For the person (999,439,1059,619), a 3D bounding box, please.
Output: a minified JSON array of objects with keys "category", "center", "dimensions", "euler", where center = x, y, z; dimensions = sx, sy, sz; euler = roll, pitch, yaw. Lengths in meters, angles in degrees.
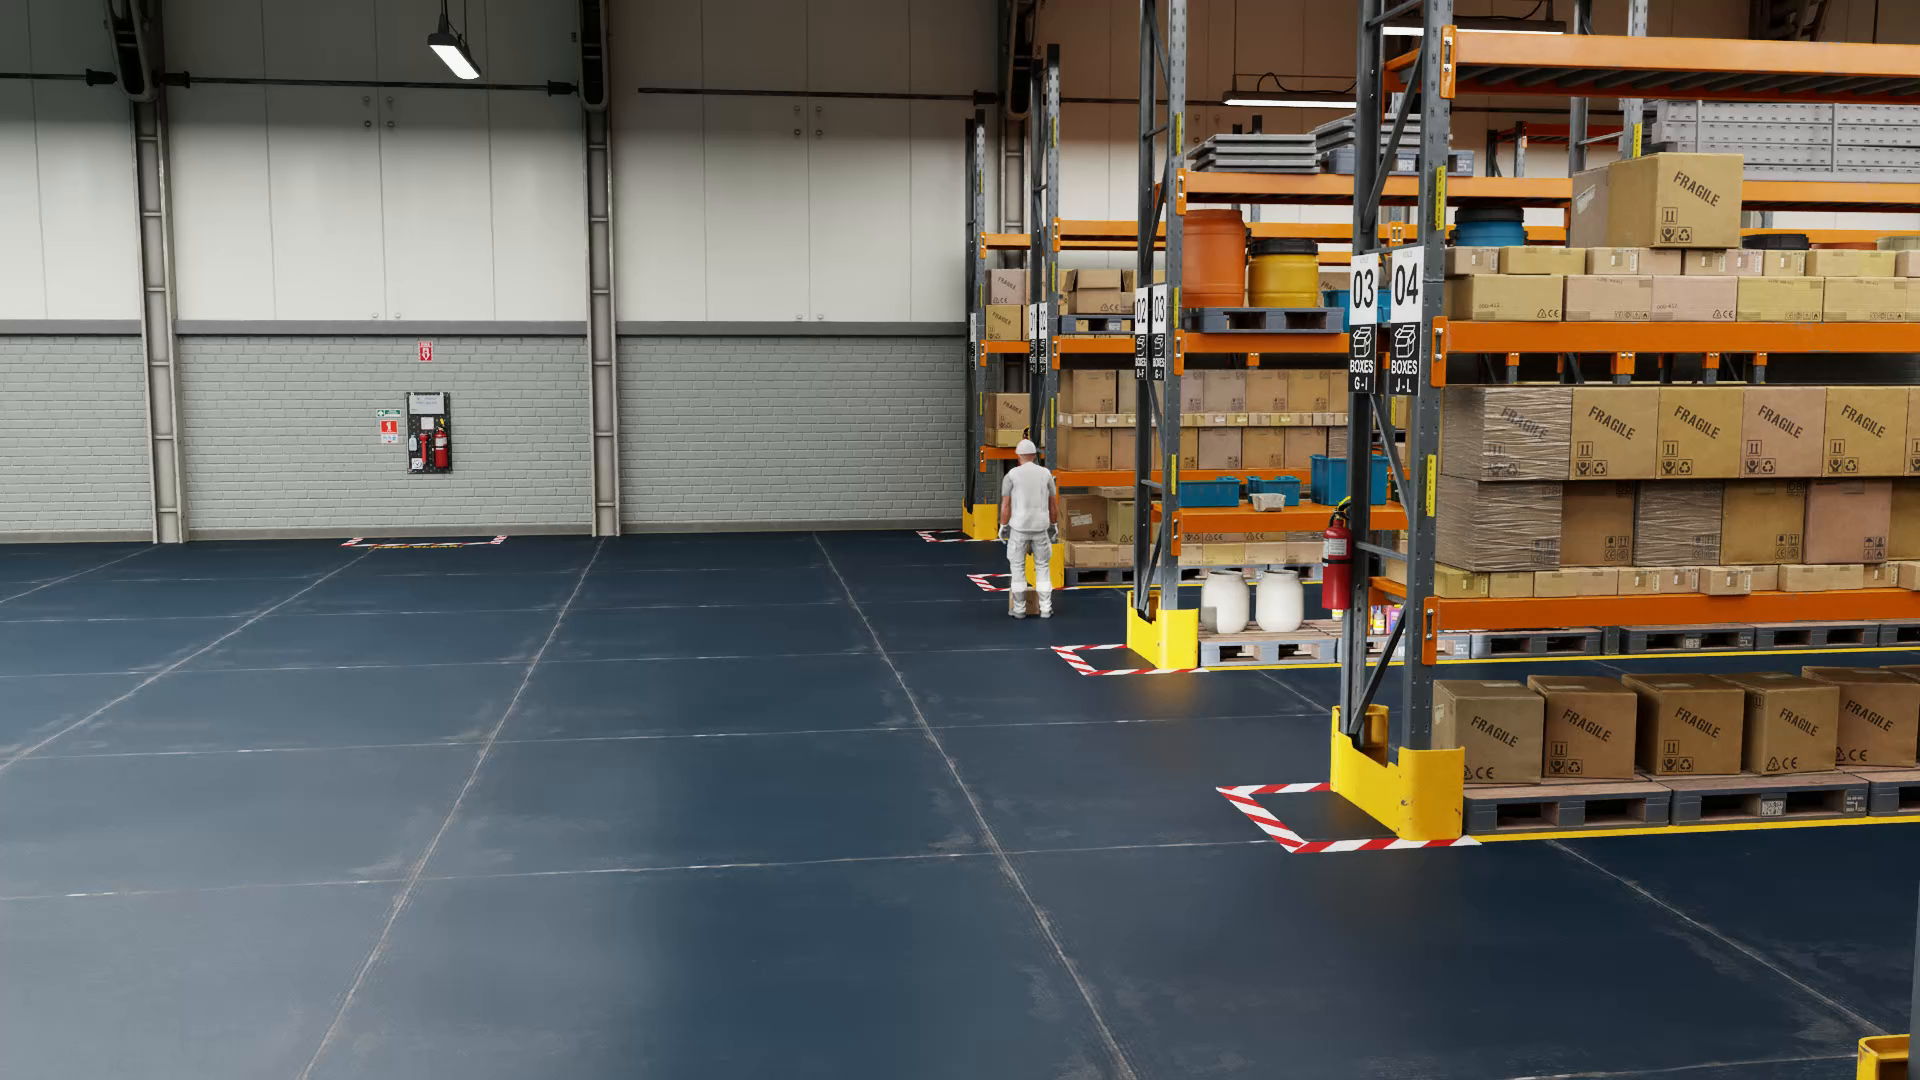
[{"category":"person","center":[0.694,-0.114,16.653],"dimensions":[0.609,1.779,0.448],"euler":[-1,6,-8]}]
